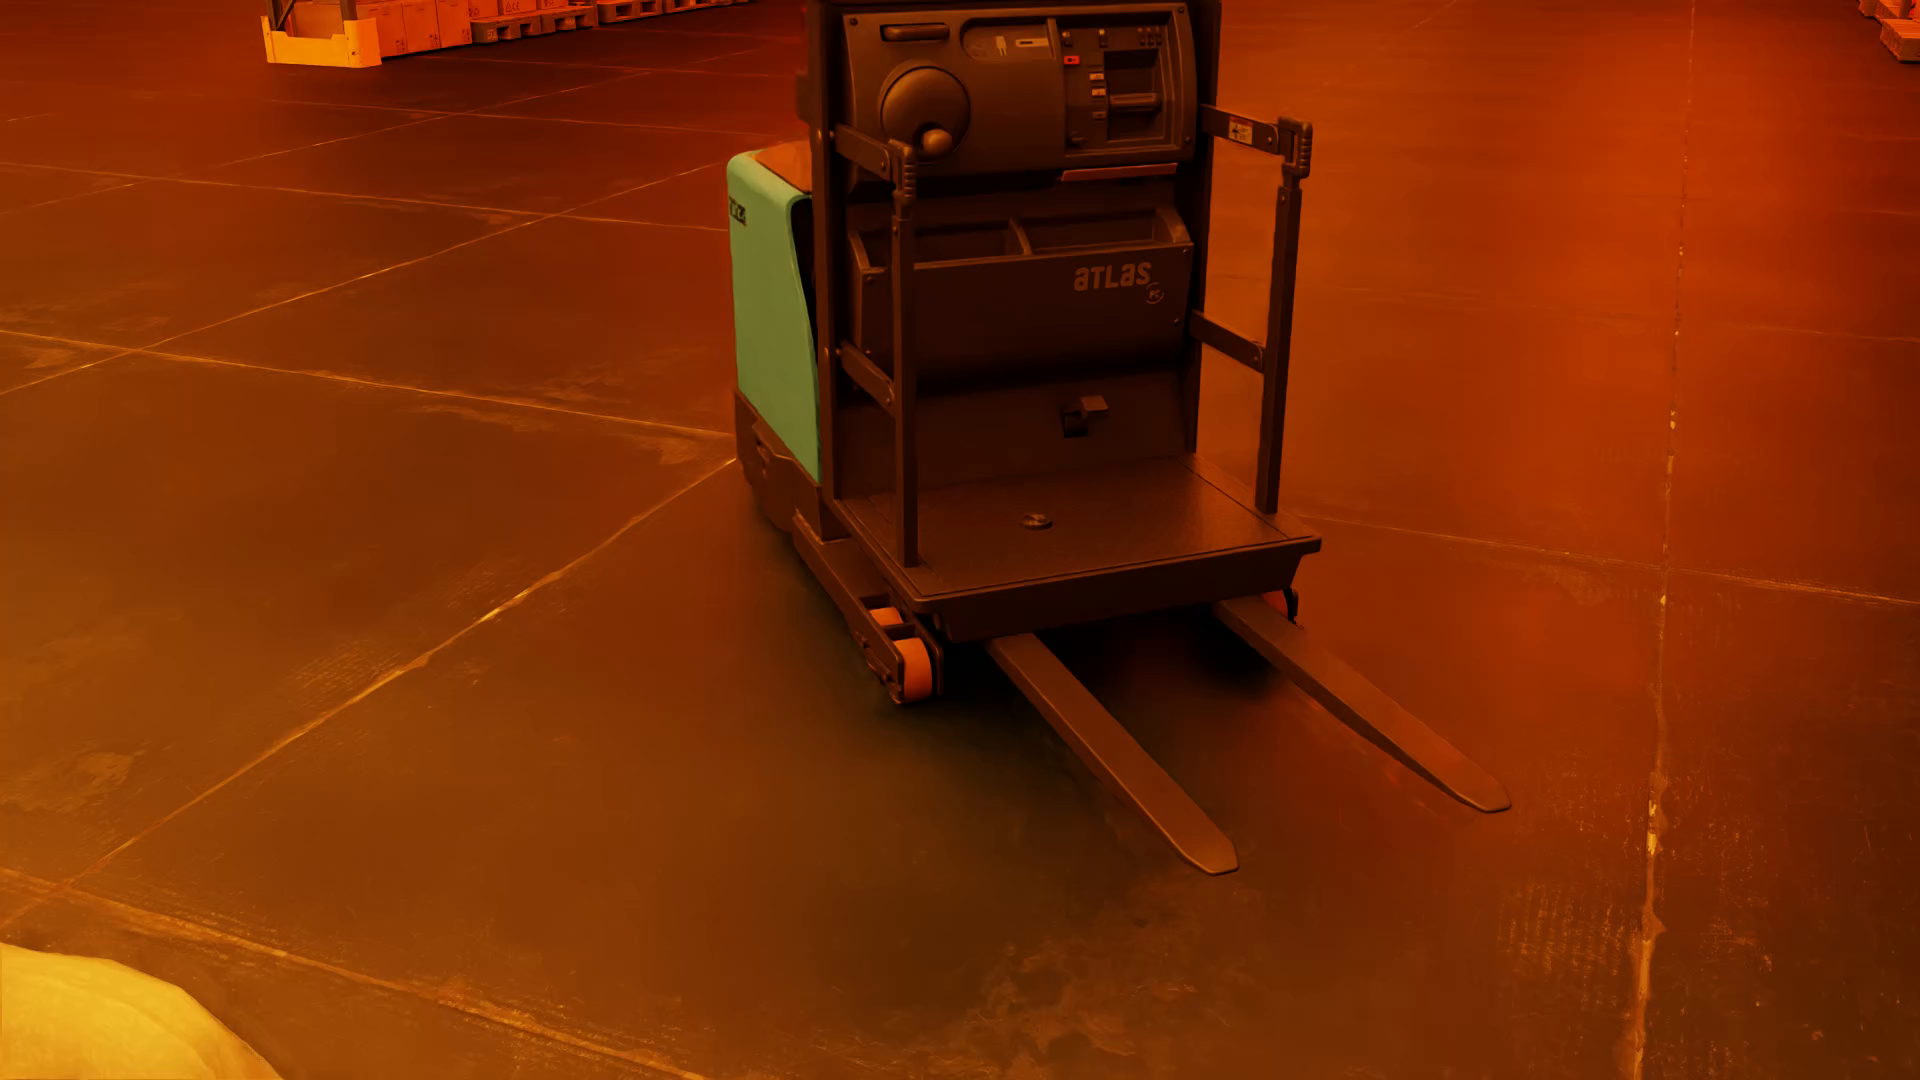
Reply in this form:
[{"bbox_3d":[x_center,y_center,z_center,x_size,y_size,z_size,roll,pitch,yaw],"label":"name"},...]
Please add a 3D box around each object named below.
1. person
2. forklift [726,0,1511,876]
[{"bbox_3d":[-0.643,0.851,1.150,0.565,1.337,0.505,-8,24,-19],"label":"person"},{"bbox_3d":[0.241,-1.125,3.985,1.130,2.935,3.031,-8,24,-19],"label":"forklift"}]
